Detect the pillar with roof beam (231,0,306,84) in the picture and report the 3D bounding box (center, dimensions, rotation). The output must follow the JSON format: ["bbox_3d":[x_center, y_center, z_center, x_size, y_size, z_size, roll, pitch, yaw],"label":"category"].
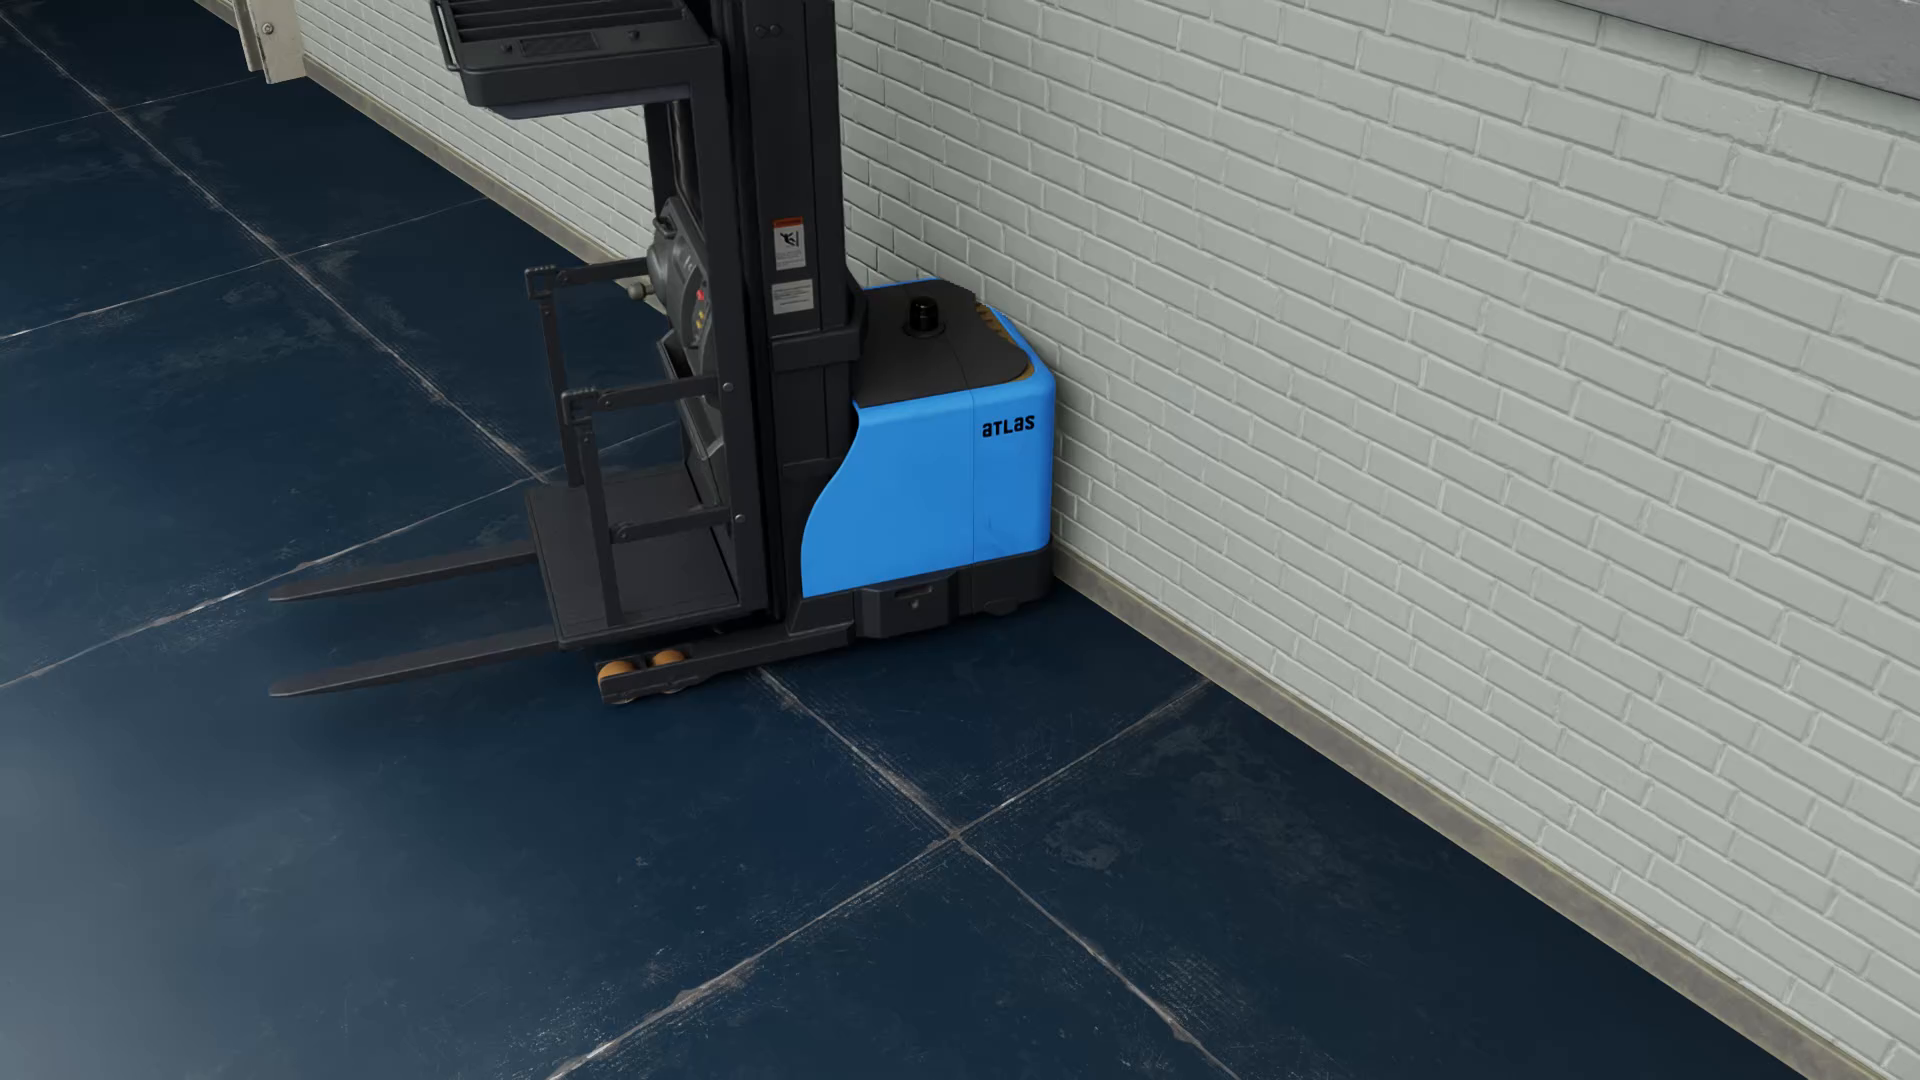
[{"bbox_3d":[-8.211,-5.453,7.164,9.100,9.000,0.400,-26,43,-32],"label":"pillar with roof beam"}]

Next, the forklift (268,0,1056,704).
[{"bbox_3d":[-1.196,-0.912,6.002,3.031,2.935,1.130,-11,37,-15],"label":"forklift"}]

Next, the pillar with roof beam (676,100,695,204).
[{"bbox_3d":[-4.339,-2.804,3.423,9.100,9.000,0.400,-26,43,-32],"label":"pillar with roof beam"}]
